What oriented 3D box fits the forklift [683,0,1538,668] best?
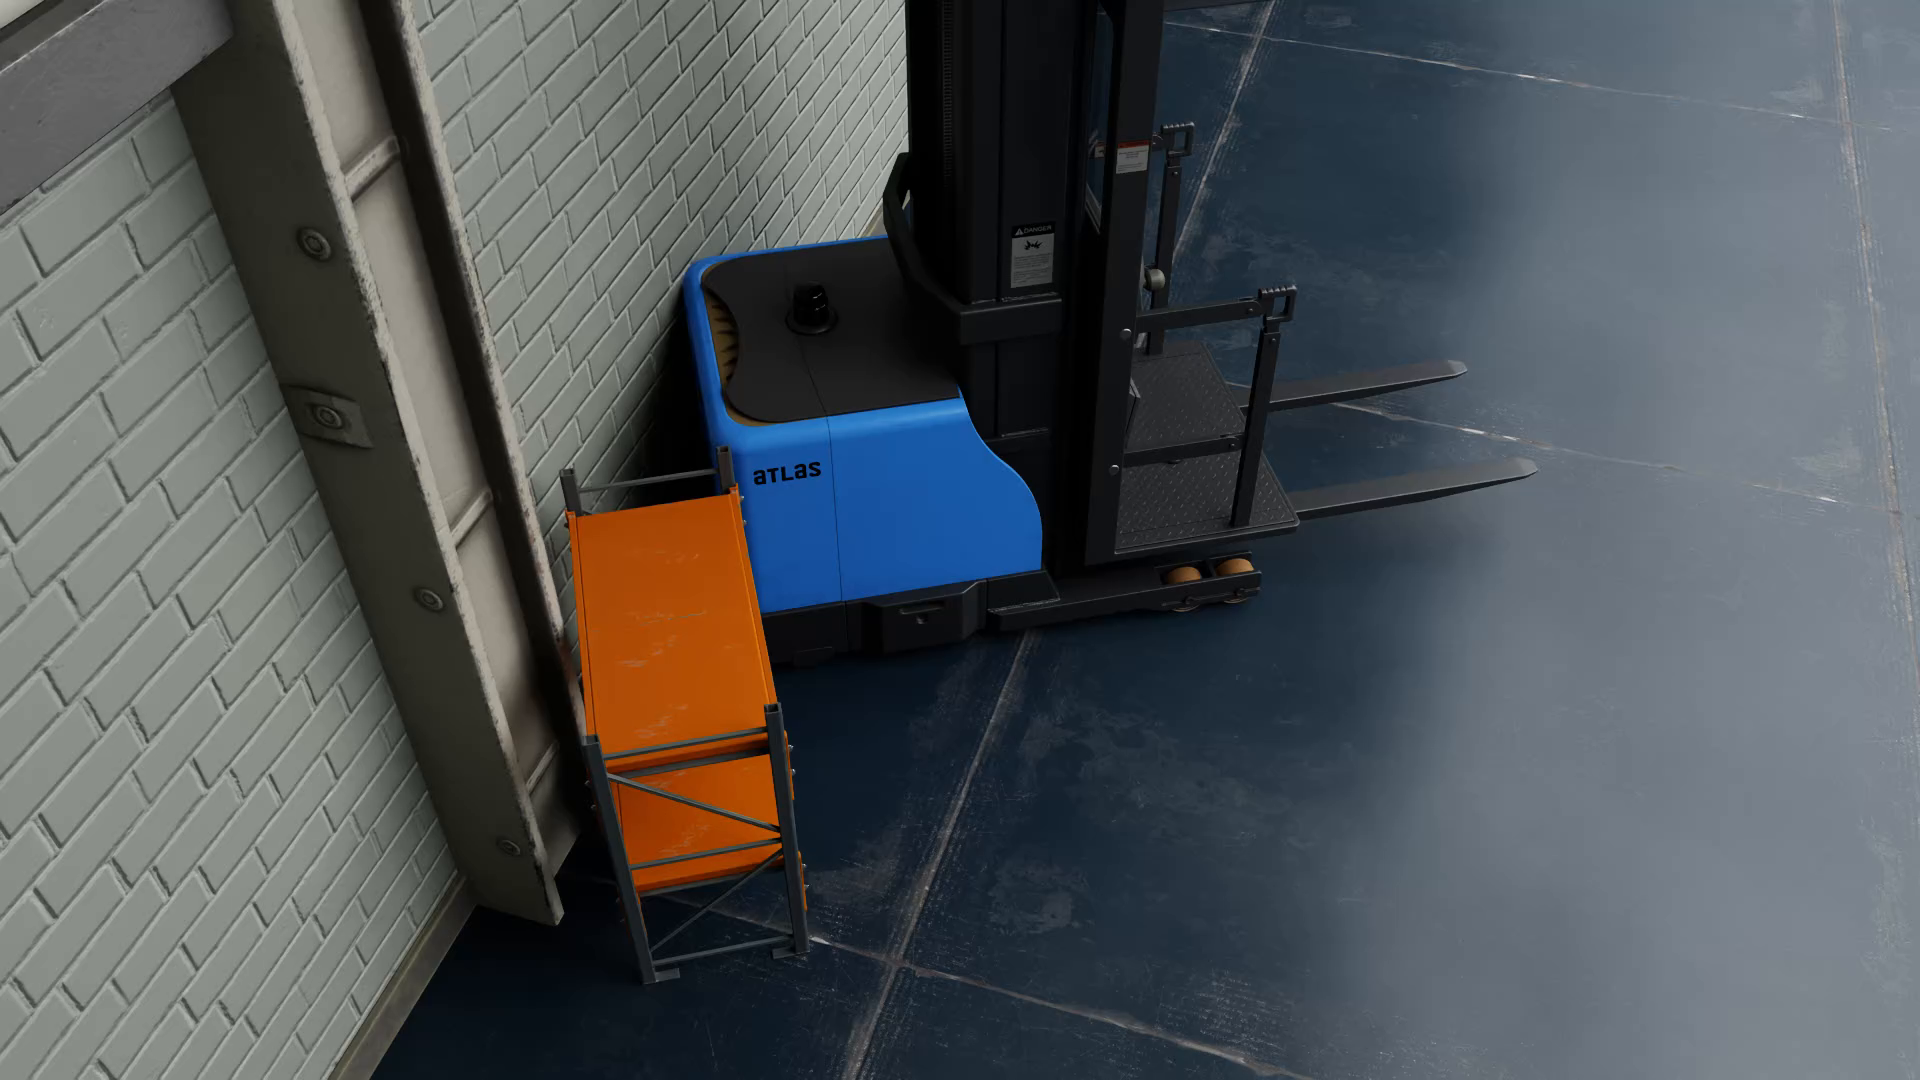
[{"bbox_3d":[0.607,-1.143,5.322,3.031,2.935,1.130,-9,45,-9],"label":"forklift"}]

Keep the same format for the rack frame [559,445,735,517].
[{"bbox_3d":[-0.923,0.170,5.272,0.500,1.125,0.032,-9,45,-9],"label":"rack frame"}]

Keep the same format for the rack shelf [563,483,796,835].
[{"bbox_3d":[-0.810,0.307,4.713,0.538,0.278,1.000,-9,45,-9],"label":"rack shelf"}]

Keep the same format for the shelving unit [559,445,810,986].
[{"bbox_3d":[-0.810,0.516,4.918,0.538,1.125,1.048,-9,45,-9],"label":"shelving unit"}]

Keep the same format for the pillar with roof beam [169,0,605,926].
[{"bbox_3d":[2.790,-1.295,1.139,9.100,9.000,0.400,13,46,13],"label":"pillar with roof beam"}]

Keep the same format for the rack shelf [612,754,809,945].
[{"bbox_3d":[-0.810,0.691,5.089,0.538,0.278,1.000,-9,45,-9],"label":"rack shelf"}]

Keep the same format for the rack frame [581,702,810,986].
[{"bbox_3d":[-0.697,0.863,4.564,0.500,1.125,0.032,-9,45,-9],"label":"rack frame"}]
